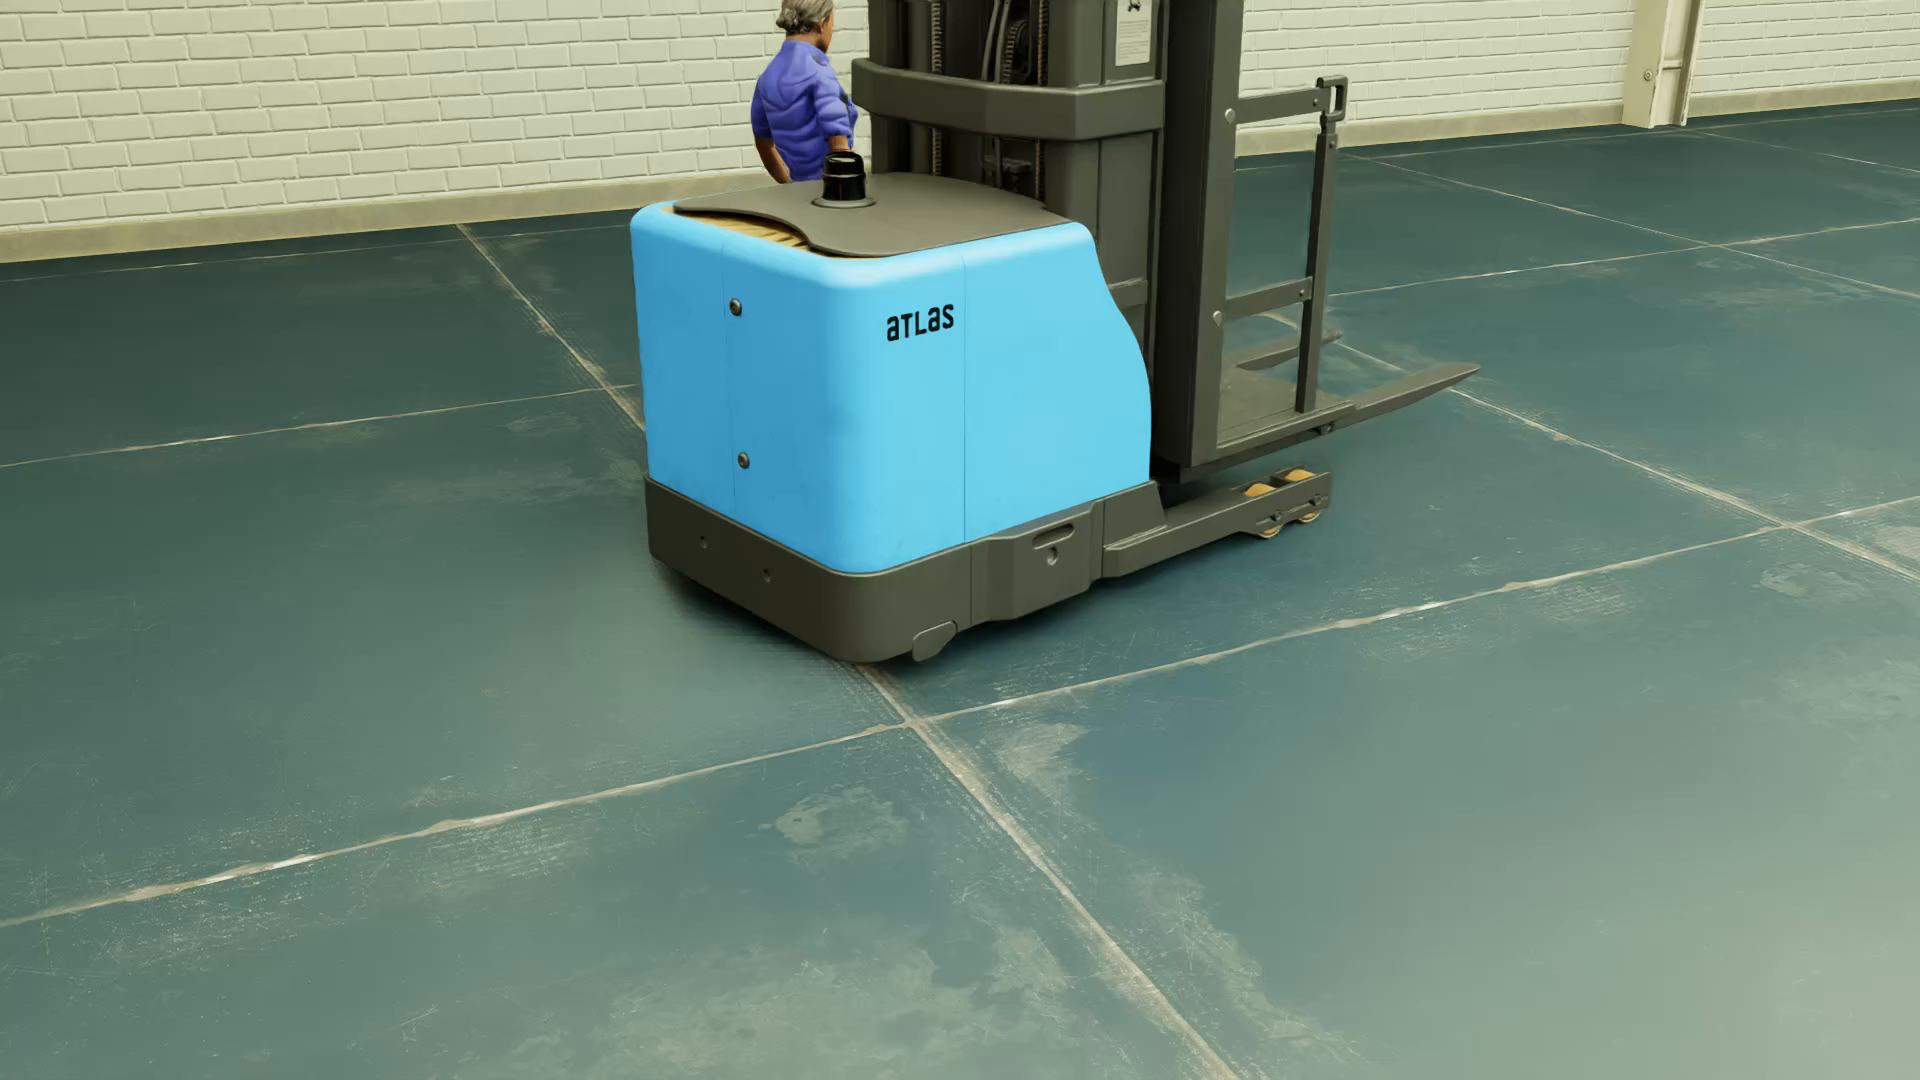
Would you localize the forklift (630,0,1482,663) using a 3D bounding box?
[{"bbox_3d":[0.539,-1.494,4.883,3.031,2.935,1.130,-19,29,-37],"label":"forklift"}]

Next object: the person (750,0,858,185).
[{"bbox_3d":[-0.494,-1.176,5.959,0.584,1.566,0.851,-15,27,-33],"label":"person"}]
